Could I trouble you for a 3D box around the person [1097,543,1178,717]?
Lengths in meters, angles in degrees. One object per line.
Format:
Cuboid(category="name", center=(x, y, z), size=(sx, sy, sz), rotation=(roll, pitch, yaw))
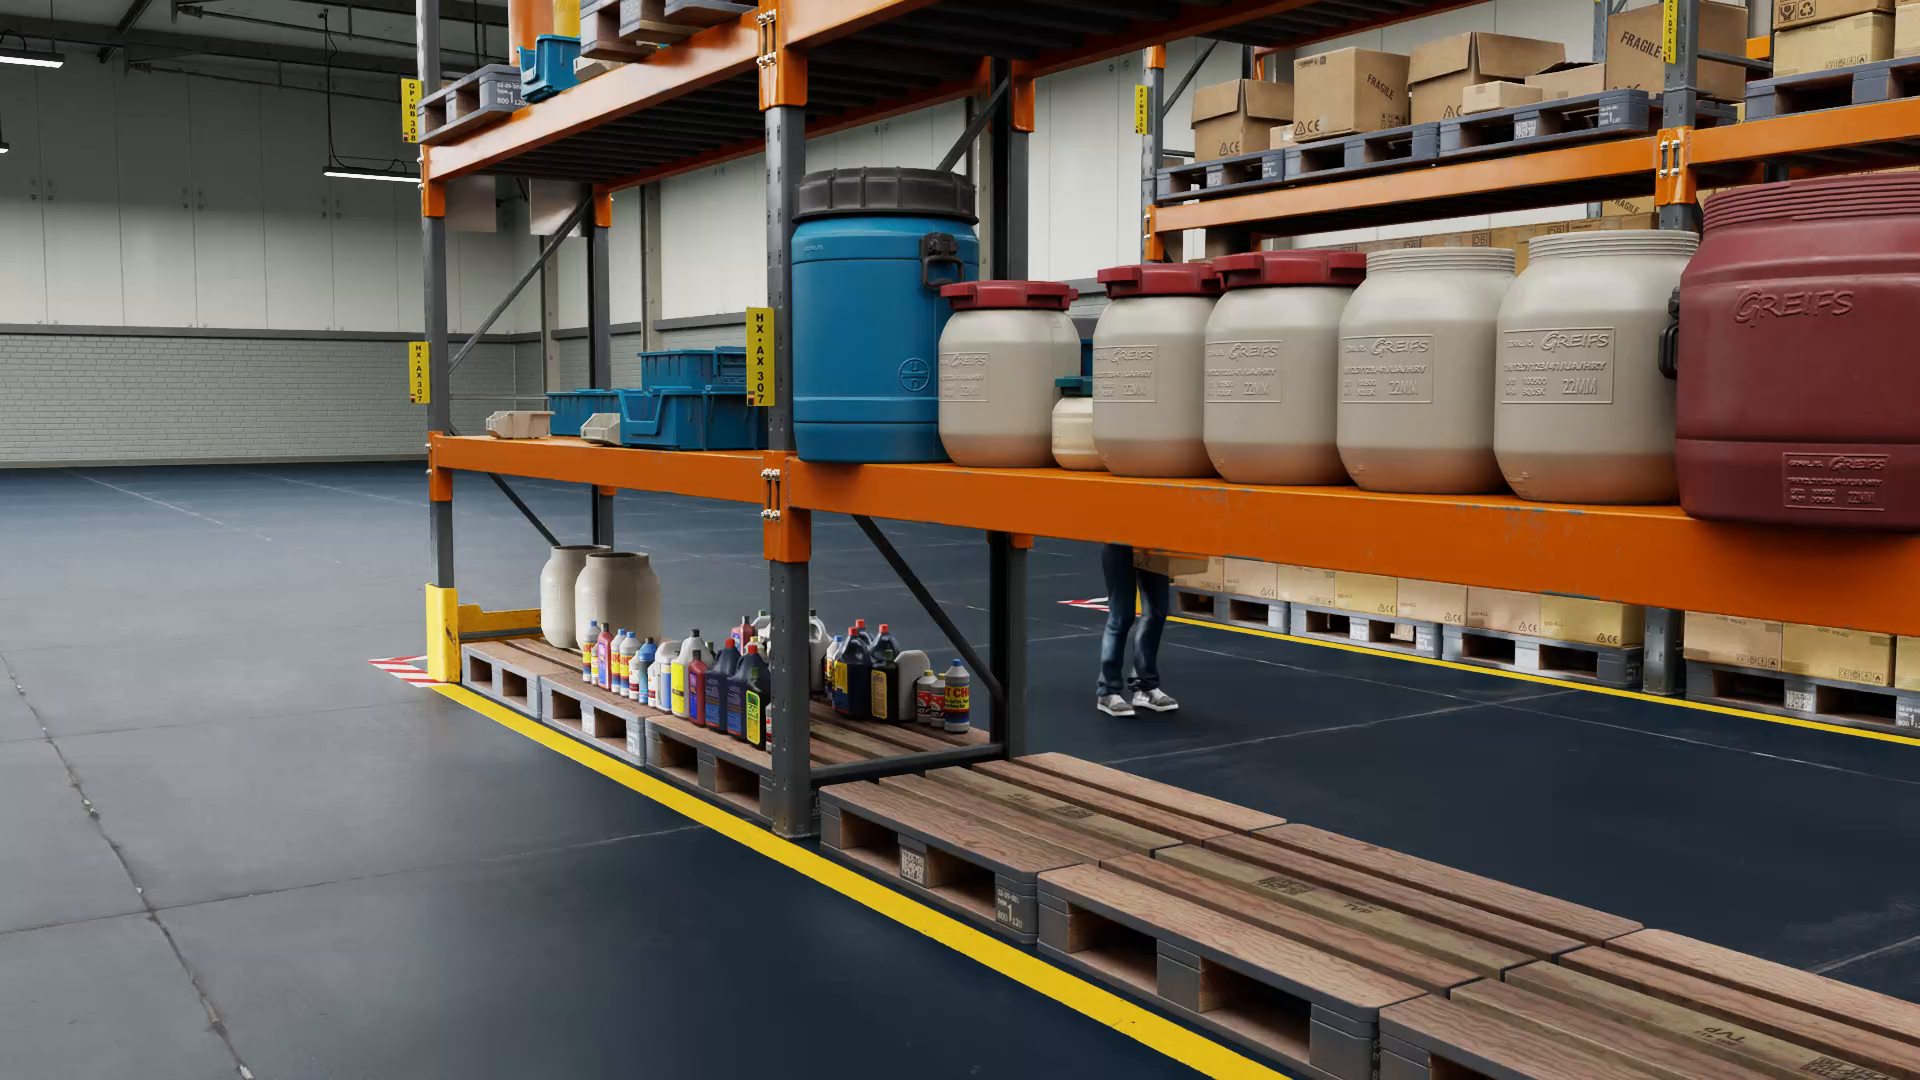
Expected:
Cuboid(category="person", center=(0.873, 0.027, 7.922), size=(0.444, 1.603, 0.424), rotation=(-3, 6, -34))
